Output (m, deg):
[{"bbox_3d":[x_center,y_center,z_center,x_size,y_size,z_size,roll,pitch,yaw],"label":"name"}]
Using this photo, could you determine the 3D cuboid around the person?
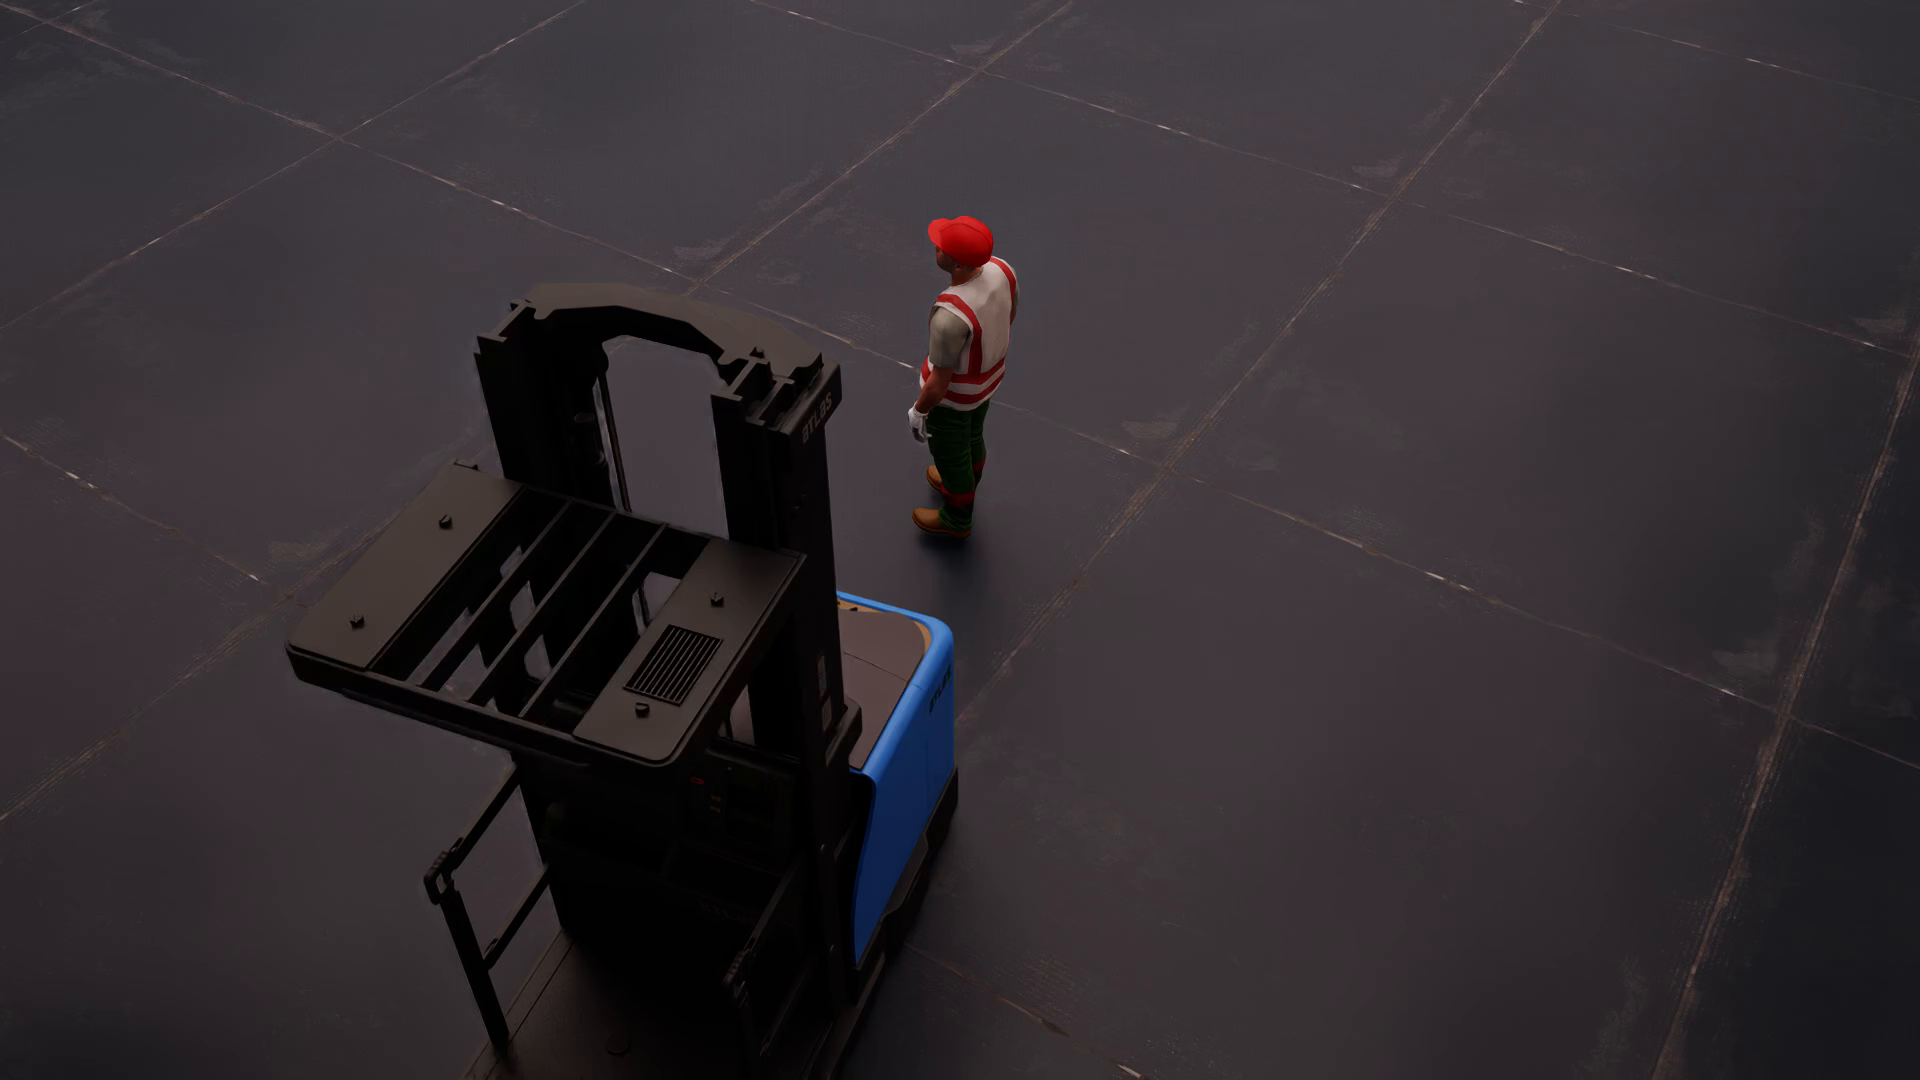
[{"bbox_3d":[-0.061,-0.720,7.369,0.564,1.786,0.638,24,48,23],"label":"person"}]

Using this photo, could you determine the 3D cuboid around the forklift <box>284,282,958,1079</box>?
[{"bbox_3d":[-1.010,0.846,4.957,1.130,2.935,3.031,15,45,15],"label":"forklift"}]
